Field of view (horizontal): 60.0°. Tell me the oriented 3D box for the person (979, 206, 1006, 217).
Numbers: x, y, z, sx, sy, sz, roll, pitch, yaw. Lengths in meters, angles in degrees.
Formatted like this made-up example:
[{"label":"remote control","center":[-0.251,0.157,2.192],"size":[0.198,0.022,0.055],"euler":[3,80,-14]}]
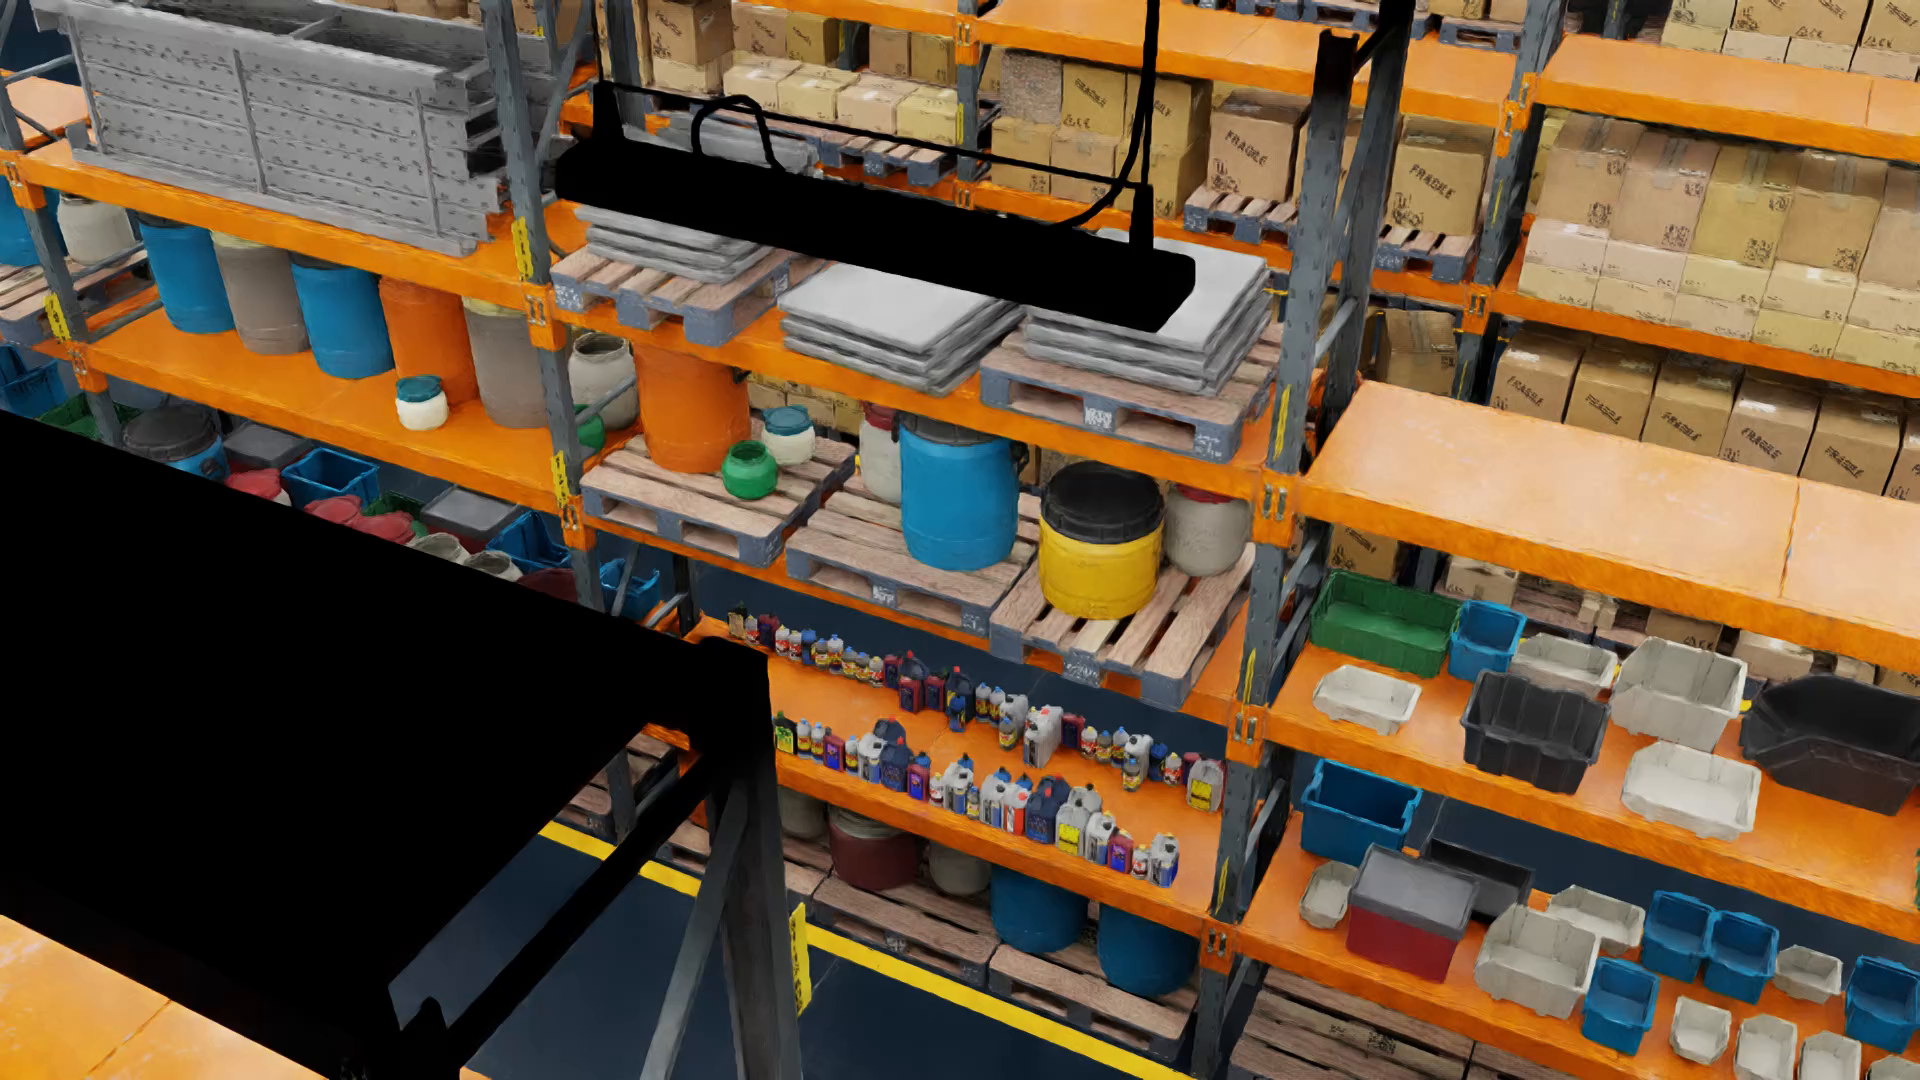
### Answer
[{"label":"person","center":[0.262,-2.515,15.938],"size":[1.175,1.697,0.589],"euler":[15,38,20]}]
